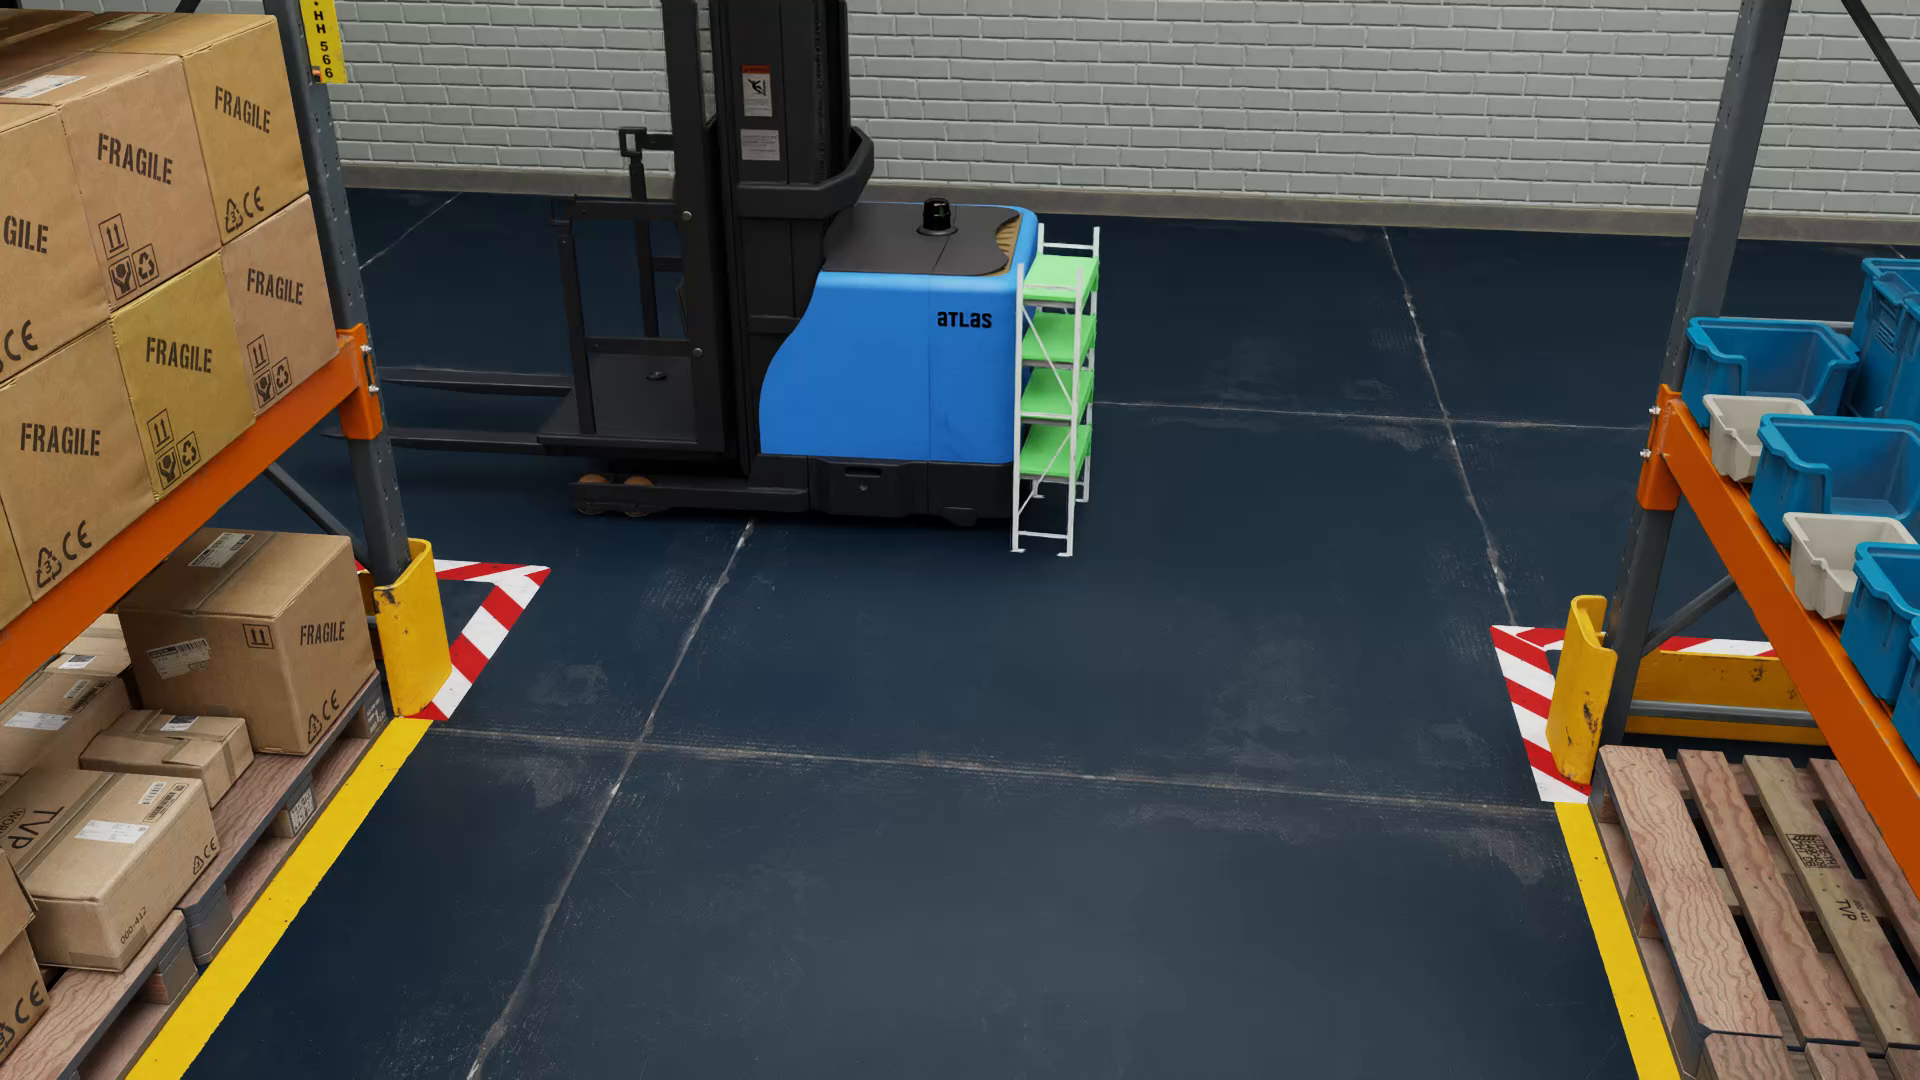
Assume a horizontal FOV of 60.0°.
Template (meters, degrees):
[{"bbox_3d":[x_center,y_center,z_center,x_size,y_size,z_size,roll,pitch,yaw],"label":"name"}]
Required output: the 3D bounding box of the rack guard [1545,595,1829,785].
[{"bbox_3d":[2.523,0.509,5.278,1.175,0.500,0.348,3,28,6],"label":"rack guard"}]

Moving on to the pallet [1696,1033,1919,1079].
[{"bbox_3d":[2.241,1.607,3.545,1.003,0.211,1.213,3,28,6],"label":"pallet"}]

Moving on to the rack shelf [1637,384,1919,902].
[{"bbox_3d":[2.288,0.679,3.086,1.077,0.370,4.000,3,28,6],"label":"rack shelf"}]

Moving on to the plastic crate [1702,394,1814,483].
[{"bbox_3d":[2.055,-0.246,4.259,0.250,0.136,0.298,3,28,6],"label":"plastic crate"}]

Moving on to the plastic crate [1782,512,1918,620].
[{"bbox_3d":[1.971,0.073,3.667,0.250,0.136,0.298,3,28,6],"label":"plastic crate"}]

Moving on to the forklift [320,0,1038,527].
[{"bbox_3d":[-1.204,-1.631,6.687,3.031,2.935,1.130,3,28,5],"label":"forklift"}]

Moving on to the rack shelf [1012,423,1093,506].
[{"bbox_3d":[0.378,-0.320,6.720,0.258,0.148,0.480,5,29,10],"label":"rack shelf"}]

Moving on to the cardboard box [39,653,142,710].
[{"bbox_3d":[-2.806,0.480,5.221,0.380,0.166,0.250,3,28,6],"label":"cardboard box"}]

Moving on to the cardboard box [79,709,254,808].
[{"bbox_3d":[-2.344,0.640,4.922,0.380,0.166,0.250,3,28,6],"label":"cardboard box"}]

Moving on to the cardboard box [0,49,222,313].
[{"bbox_3d":[-2.225,-0.890,4.079,0.500,0.500,0.500,4,29,8],"label":"cardboard box"}]

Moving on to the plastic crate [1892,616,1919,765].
[{"bbox_3d":[1.978,0.326,3.095,0.416,0.233,0.300,3,28,6],"label":"plastic crate"}]

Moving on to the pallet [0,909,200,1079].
[{"bbox_3d":[-2.641,1.343,4.036,1.003,0.211,1.213,3,28,6],"label":"pallet"}]

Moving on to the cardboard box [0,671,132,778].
[{"bbox_3d":[-2.792,0.623,4.867,0.500,0.250,0.500,3,28,6],"label":"cardboard box"}]

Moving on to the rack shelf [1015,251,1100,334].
[{"bbox_3d":[0.378,-0.954,6.378,0.258,0.148,0.480,5,29,10],"label":"rack shelf"}]

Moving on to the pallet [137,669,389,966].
[{"bbox_3d":[-2.489,0.770,5.099,1.003,0.211,1.213,3,28,6],"label":"pallet"}]

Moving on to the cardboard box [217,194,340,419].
[{"bbox_3d":[-2.167,-0.686,4.756,0.500,0.500,0.500,4,29,8],"label":"cardboard box"}]

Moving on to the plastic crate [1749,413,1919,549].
[{"bbox_3d":[2.095,-0.125,3.933,0.416,0.233,0.300,3,28,6],"label":"plastic crate"}]

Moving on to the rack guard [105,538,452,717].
[{"bbox_3d":[-2.392,0.267,5.727,1.175,0.500,0.348,3,28,6],"label":"rack guard"}]

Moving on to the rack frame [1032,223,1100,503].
[{"bbox_3d":[0.426,-0.701,6.786,0.240,1.200,0.015,5,29,10],"label":"rack frame"}]

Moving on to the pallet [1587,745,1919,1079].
[{"bbox_3d":[2.393,1.034,4.608,1.003,0.211,1.213,3,28,6],"label":"pallet"}]

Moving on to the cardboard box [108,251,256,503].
[{"bbox_3d":[-2.227,-0.442,4.302,0.500,0.500,0.500,4,29,7],"label":"cardboard box"}]

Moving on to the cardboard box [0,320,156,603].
[{"bbox_3d":[-2.294,-0.207,3.867,0.500,0.500,0.500,4,29,7],"label":"cardboard box"}]

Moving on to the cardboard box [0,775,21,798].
[{"bbox_3d":[-2.853,0.858,4.430,0.500,0.250,0.500,3,28,6],"label":"cardboard box"}]

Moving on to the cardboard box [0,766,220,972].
[{"bbox_3d":[-2.351,0.864,4.420,0.500,0.250,0.500,3,28,6],"label":"cardboard box"}]

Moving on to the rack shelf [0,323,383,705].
[{"bbox_3d":[-2.628,0.389,3.623,1.077,0.370,4.000,3,28,6],"label":"rack shelf"}]

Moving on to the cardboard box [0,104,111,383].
[{"bbox_3d":[-2.284,-0.645,3.626,0.500,0.500,0.500,4,29,8],"label":"cardboard box"}]

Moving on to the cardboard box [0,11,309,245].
[{"bbox_3d":[-2.164,-1.128,4.521,0.500,0.500,0.500,3,28,6],"label":"cardboard box"}]

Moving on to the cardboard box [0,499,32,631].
[{"bbox_3d":[-2.356,0.030,3.427,0.500,0.500,0.500,3,28,5],"label":"cardboard box"}]

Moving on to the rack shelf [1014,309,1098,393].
[{"bbox_3d":[0.378,-0.743,6.492,0.258,0.148,0.480,5,29,10],"label":"rack shelf"}]

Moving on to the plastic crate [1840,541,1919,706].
[{"bbox_3d":[2.015,0.185,3.358,0.416,0.233,0.300,3,28,6],"label":"plastic crate"}]

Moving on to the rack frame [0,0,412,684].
[{"bbox_3d":[-2.383,-0.869,5.200,1.000,3.000,0.127,3,28,6],"label":"rack frame"}]

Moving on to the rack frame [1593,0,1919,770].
[{"bbox_3d":[2.533,-0.579,4.663,1.000,3.000,0.127,3,28,6],"label":"rack frame"}]

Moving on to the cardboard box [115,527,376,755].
[{"bbox_3d":[-2.205,0.308,5.187,0.500,0.500,0.500,3,28,6],"label":"cardboard box"}]

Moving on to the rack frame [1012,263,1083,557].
[{"bbox_3d":[0.329,-0.474,6.365,0.240,1.200,0.015,5,29,10],"label":"rack frame"}]

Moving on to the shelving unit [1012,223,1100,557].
[{"bbox_3d":[0.378,-0.588,6.576,0.258,1.200,0.503,5,29,10],"label":"shelving unit"}]

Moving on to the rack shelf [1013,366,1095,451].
[{"bbox_3d":[0.378,-0.532,6.606,0.258,0.148,0.480,5,29,10],"label":"rack shelf"}]

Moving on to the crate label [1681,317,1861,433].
[{"bbox_3d":[2.176,-0.435,4.508,0.416,0.233,0.303,3,28,6],"label":"crate label"}]

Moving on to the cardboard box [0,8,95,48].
[{"bbox_3d":[-2.699,-1.160,4.580,0.500,0.500,0.500,4,29,8],"label":"cardboard box"}]

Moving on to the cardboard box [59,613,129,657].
[{"bbox_3d":[-2.775,0.370,5.443,0.380,0.149,0.250,3,28,6],"label":"cardboard box"}]

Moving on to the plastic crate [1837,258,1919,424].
[{"bbox_3d":[2.677,-0.453,4.327,0.616,0.435,0.499,3,28,6],"label":"plastic crate"}]

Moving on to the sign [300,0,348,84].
[{"bbox_3d":[-1.834,-1.476,4.773,0.100,0.325,0.005,3,28,6],"label":"sign"}]

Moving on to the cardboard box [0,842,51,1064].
[{"bbox_3d":[-2.648,1.035,3.835,0.797,0.503,0.637,3,28,6],"label":"cardboard box"}]
